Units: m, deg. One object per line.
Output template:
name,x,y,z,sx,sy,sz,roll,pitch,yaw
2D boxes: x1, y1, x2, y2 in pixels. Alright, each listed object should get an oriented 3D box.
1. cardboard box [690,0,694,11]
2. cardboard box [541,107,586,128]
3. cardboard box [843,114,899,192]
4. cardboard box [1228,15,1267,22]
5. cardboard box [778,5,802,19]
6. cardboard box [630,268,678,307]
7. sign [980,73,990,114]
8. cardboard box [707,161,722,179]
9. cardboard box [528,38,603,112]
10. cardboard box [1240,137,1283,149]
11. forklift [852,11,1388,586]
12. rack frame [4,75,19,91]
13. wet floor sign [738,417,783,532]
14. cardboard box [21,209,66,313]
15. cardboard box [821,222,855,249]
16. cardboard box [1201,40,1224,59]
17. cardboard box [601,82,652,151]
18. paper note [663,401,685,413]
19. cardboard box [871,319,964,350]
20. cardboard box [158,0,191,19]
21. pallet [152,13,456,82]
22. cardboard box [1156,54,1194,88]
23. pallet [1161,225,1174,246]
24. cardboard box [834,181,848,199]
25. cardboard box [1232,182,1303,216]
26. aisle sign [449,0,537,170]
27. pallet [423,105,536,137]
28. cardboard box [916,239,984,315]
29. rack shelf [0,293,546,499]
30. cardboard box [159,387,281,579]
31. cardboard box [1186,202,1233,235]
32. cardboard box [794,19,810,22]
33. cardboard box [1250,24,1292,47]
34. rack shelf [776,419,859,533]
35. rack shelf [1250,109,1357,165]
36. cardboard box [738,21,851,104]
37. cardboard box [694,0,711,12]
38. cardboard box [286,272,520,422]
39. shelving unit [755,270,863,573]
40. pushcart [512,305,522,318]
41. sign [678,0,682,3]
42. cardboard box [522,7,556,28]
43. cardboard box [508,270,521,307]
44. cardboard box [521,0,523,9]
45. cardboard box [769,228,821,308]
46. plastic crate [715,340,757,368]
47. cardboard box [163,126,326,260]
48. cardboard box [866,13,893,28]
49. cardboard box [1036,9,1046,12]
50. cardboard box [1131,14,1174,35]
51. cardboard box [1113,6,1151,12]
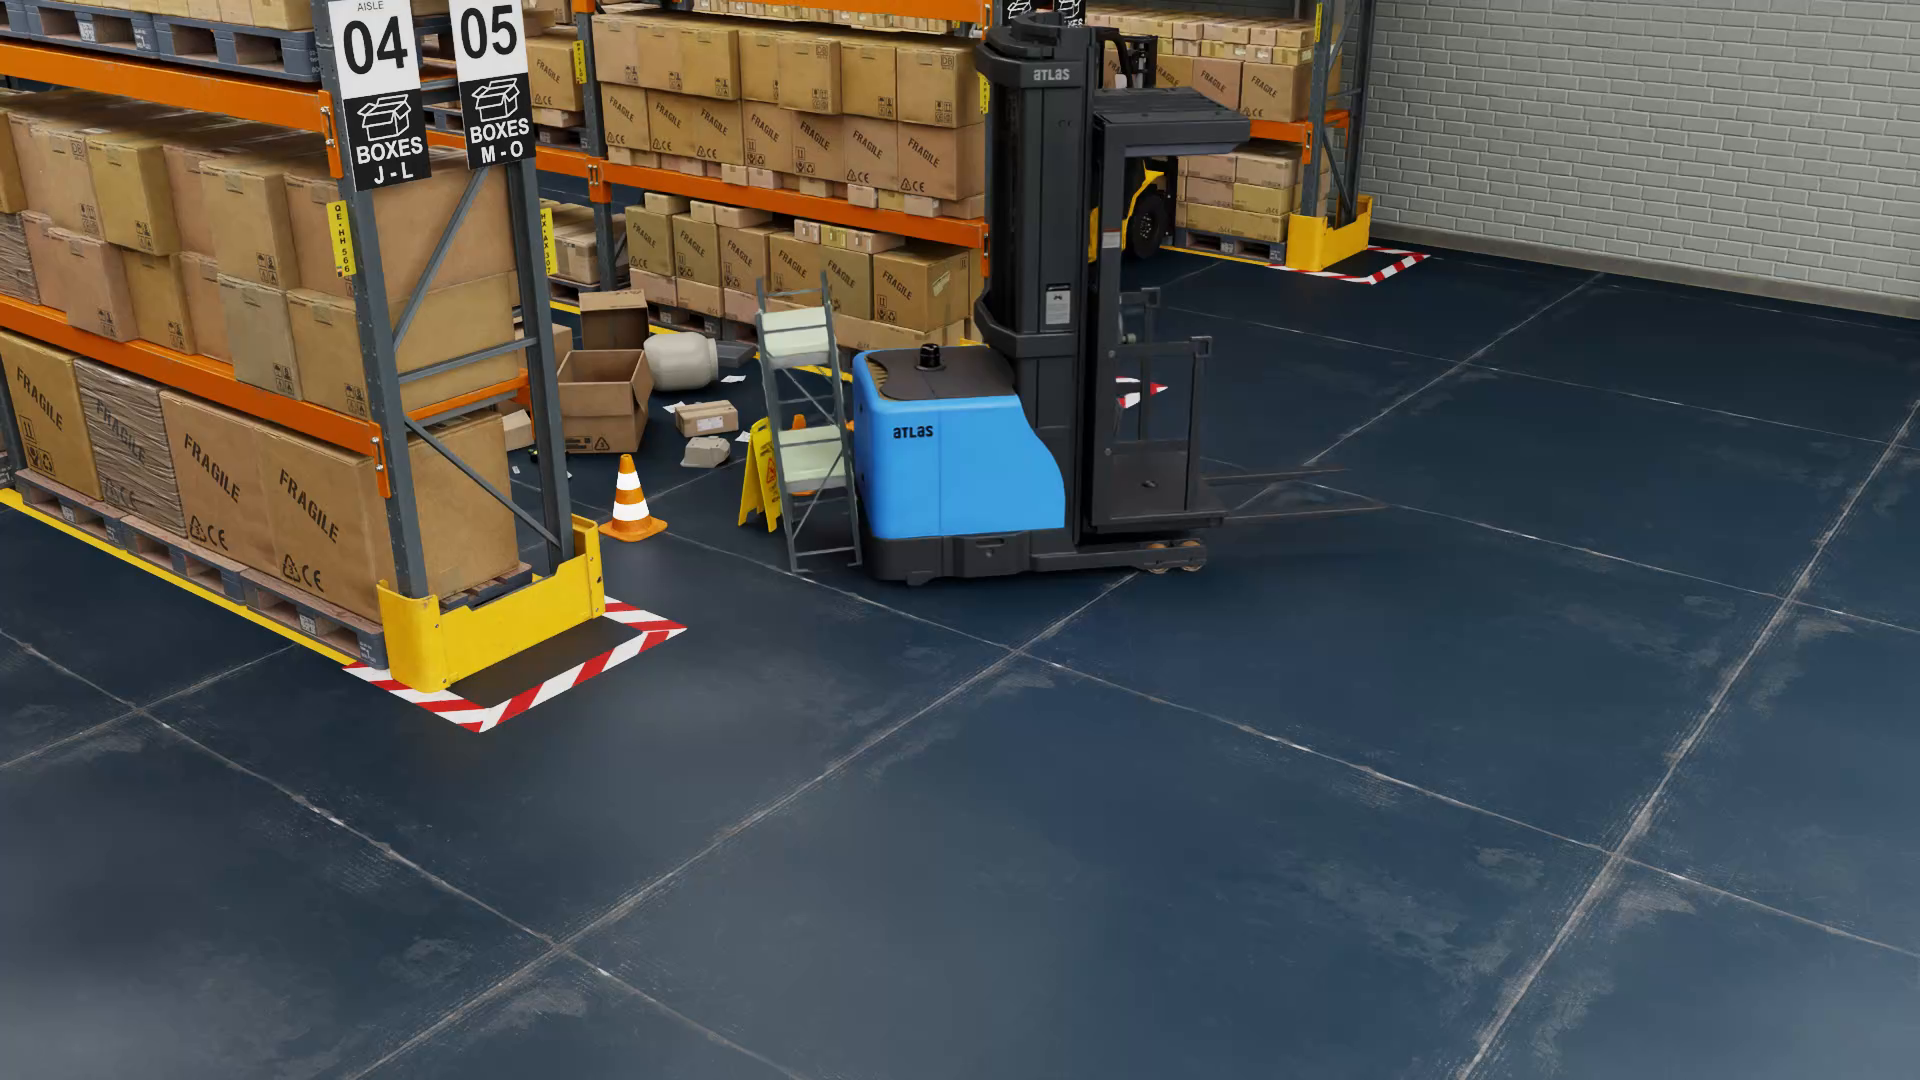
cardboard box,-3.232,-6.426,19.969,0.500,0.500,0.500,18,30,36
cardboard box,-3.265,-3.556,13.891,0.250,0.149,0.380,17,29,34
cardboard box,-0.484,-2.823,11.944,0.500,0.500,0.500,17,29,33
cardboard box,2.749,-4.905,15.866,0.250,0.149,0.380,17,29,34
cardboard box,-1.797,-5.875,18.435,0.250,0.149,0.380,18,29,34
cardboard box,-2.377,-2.148,13.793,0.500,0.250,0.500,15,28,31
sign,0.164,-2.976,10.957,0.005,0.325,0.100,17,29,33
cardboard box,-1.755,-2.925,12.979,0.250,0.149,0.380,17,29,33
cardboard box,-3.195,-3.855,13.766,0.500,0.500,0.500,16,29,32
cardboard box,2.814,-3.767,16.229,0.500,0.250,0.500,17,29,33
forklift,0.935,-1.358,9.198,3.031,2.935,1.130,-4,24,-9
rack frame,-12.290,-6.345,20.431,0.127,3.000,1.000,17,29,33
wet floor sign,-1.164,-0.409,9.878,0.232,0.644,0.267,12,26,24
cardboard box,-4.819,-1.679,9.656,0.550,0.550,0.875,17,29,33
cardboard box,-0.818,-2.289,12.379,0.250,0.149,0.380,17,29,34
cardboard box,2.457,-4.613,15.571,0.250,0.149,0.380,17,29,33
cardboard box,-2.503,-3.429,13.319,0.500,0.500,0.500,17,29,33
paper note,-2.027,-0.952,11.888,0.148,0.019,0.142,-15,28,-30
cardboard box,-0.314,-1.525,12.379,0.500,0.250,0.500,17,29,33
cardboard box,-3.453,-2.506,7.663,0.250,0.149,0.380,17,29,34
pallet,-2.975,-2.363,7.782,1.213,0.211,1.003,17,29,33
cardboard box,2.116,-4.411,15.917,0.500,0.500,0.500,16,29,32
pallet,1.878,-3.269,16.908,1.213,0.211,1.003,17,29,33
cardboard box,-0.721,-2.637,12.326,0.250,0.149,0.380,17,29,34
cardboard box,2.910,-3.258,15.694,0.500,0.250,0.500,16,29,33
aisle sign,-2.138,-2.124,7.626,0.004,0.787,0.394,17,29,33
pallet,-4.280,-3.857,15.023,1.213,0.211,1.003,17,29,33
cardboard box,0.014,-2.043,12.626,0.500,0.500,0.500,16,28,32
rack shelf,-3.975,-1.009,9.212,4.000,0.370,1.077,17,29,33
cardboard box,-3.662,-0.429,9.118,0.875,0.875,0.875,16,29,32
cardboard box,2.529,-3.147,16.063,0.500,0.250,0.500,17,29,33
cardboard box,-1.474,-5.618,18.346,0.500,0.250,0.500,17,29,34
cardboard box,2.858,-4.625,15.230,0.250,0.149,0.380,17,29,33
rack shelf,-0.820,-0.375,9.494,0.431,0.370,0.720,-7,24,-3
rack shelf,1.887,-4.233,16.529,4.000,0.370,1.077,17,29,33
cardboard box,-1.213,-3.549,12.352,0.500,0.500,0.700,17,29,33
cardboard box,-2.836,-6.184,19.136,0.250,0.149,0.380,18,29,35
cardboard box,-2.699,-0.998,8.110,0.550,0.550,0.875,17,29,33
shelving unit,-0.850,-0.671,9.361,0.431,1.500,0.755,-7,24,-3
pushcart,-4.015,-1.496,12.677,0.936,0.377,1.648,7,25,15
sign,-3.232,-6.329,19.057,0.005,0.325,0.100,17,29,33
cardboard box,-3.783,-4.572,14.587,0.250,0.149,0.380,19,30,36
cardboard box,-3.731,-2.065,12.876,0.500,0.500,0.500,17,29,33
cardboard box,-5.448,-6.904,21.054,0.500,0.500,0.700,17,29,34
cardboard box,-1.104,-2.112,12.783,0.500,0.500,0.500,16,28,32
plastic crate,-1.923,-1.463,12.972,0.583,0.080,0.402,7,25,15
cardboard box,-3.510,-1.802,8.595,0.550,0.550,0.875,17,29,33
cardboard box,-0.792,-5.553,17.704,0.250,0.149,0.380,16,28,32
cardboard box,0.836,-5.259,16.668,0.250,0.149,0.380,16,29,32
cardboard box,1.843,-4.945,15.955,0.250,0.149,0.380,17,29,34
cardboard box,1.728,-5.225,16.590,0.250,0.149,0.380,16,29,33
